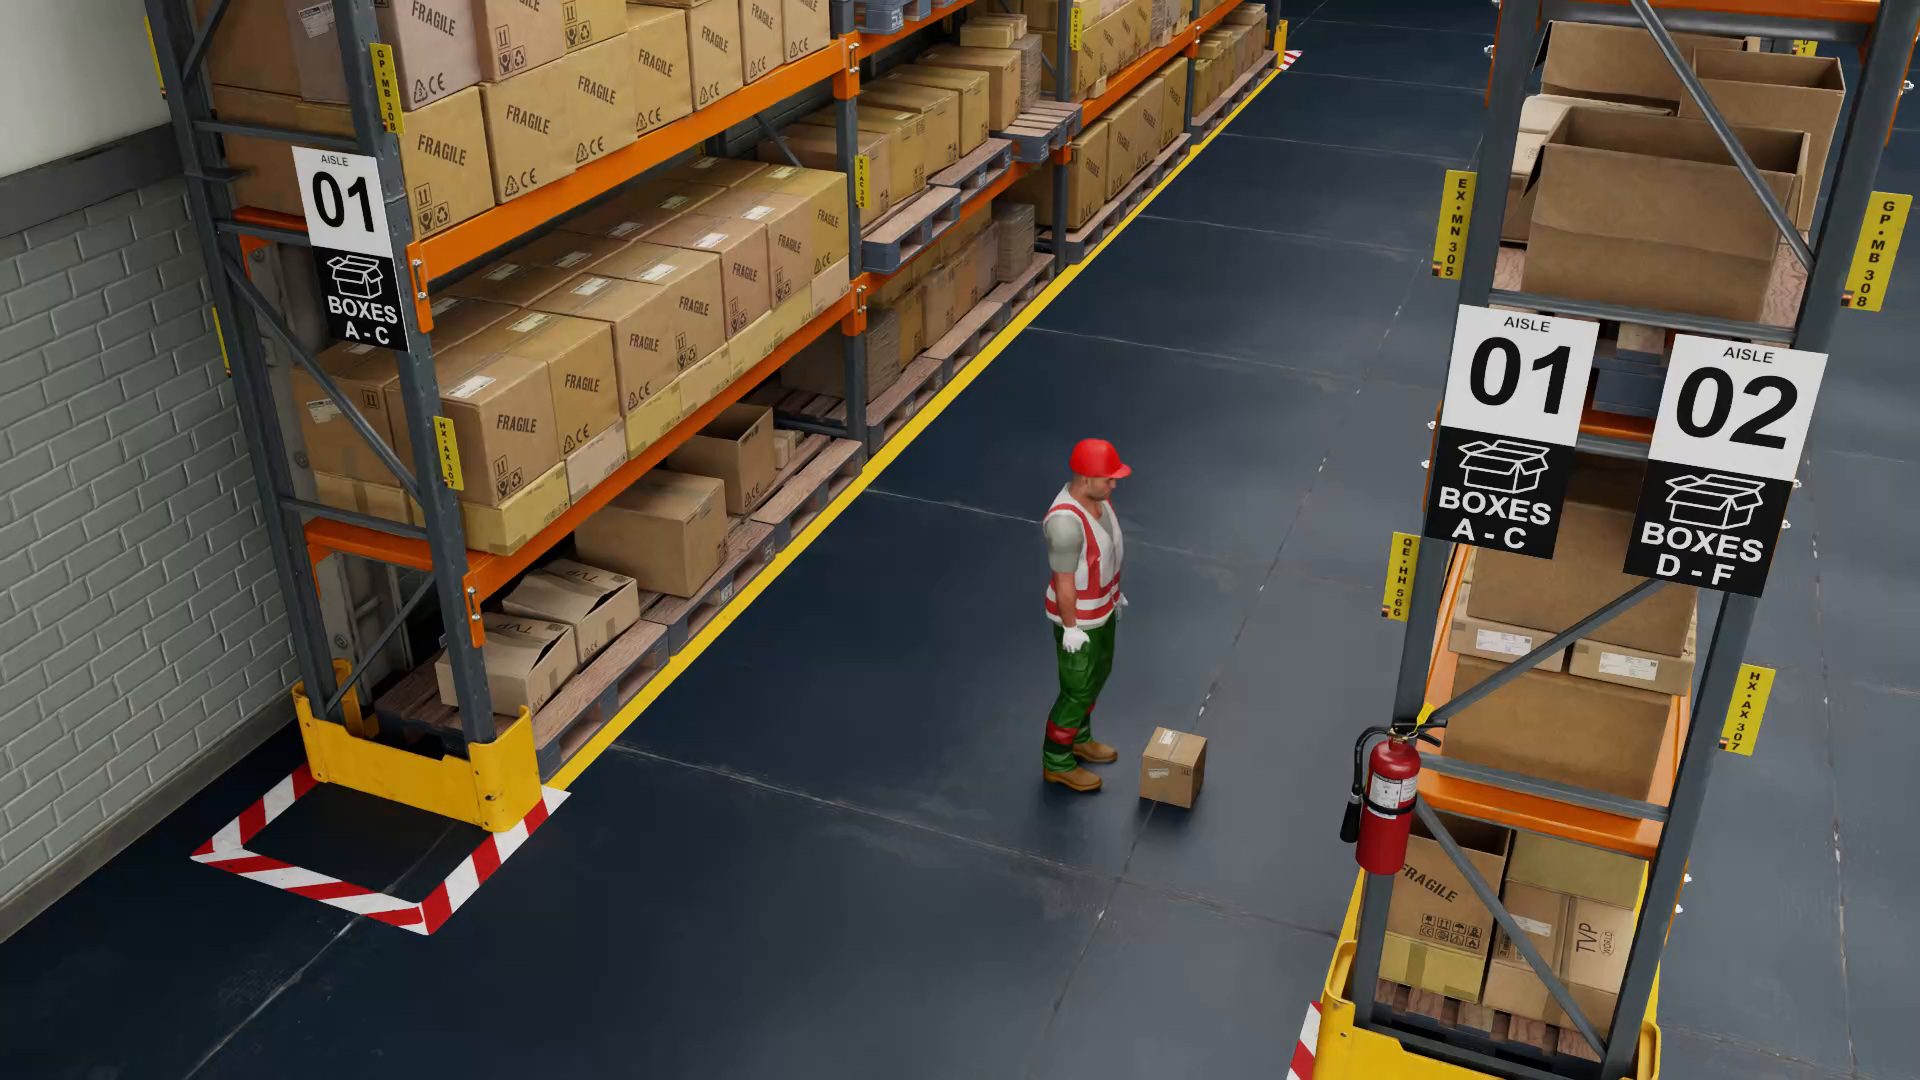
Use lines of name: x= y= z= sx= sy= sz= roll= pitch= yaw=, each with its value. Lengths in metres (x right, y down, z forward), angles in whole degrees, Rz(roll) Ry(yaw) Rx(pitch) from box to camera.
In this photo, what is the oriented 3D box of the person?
person: x=0.586 y=0.335 z=7.796 sx=0.351 sy=1.782 sz=0.528 roll=12 pitch=31 yaw=20
